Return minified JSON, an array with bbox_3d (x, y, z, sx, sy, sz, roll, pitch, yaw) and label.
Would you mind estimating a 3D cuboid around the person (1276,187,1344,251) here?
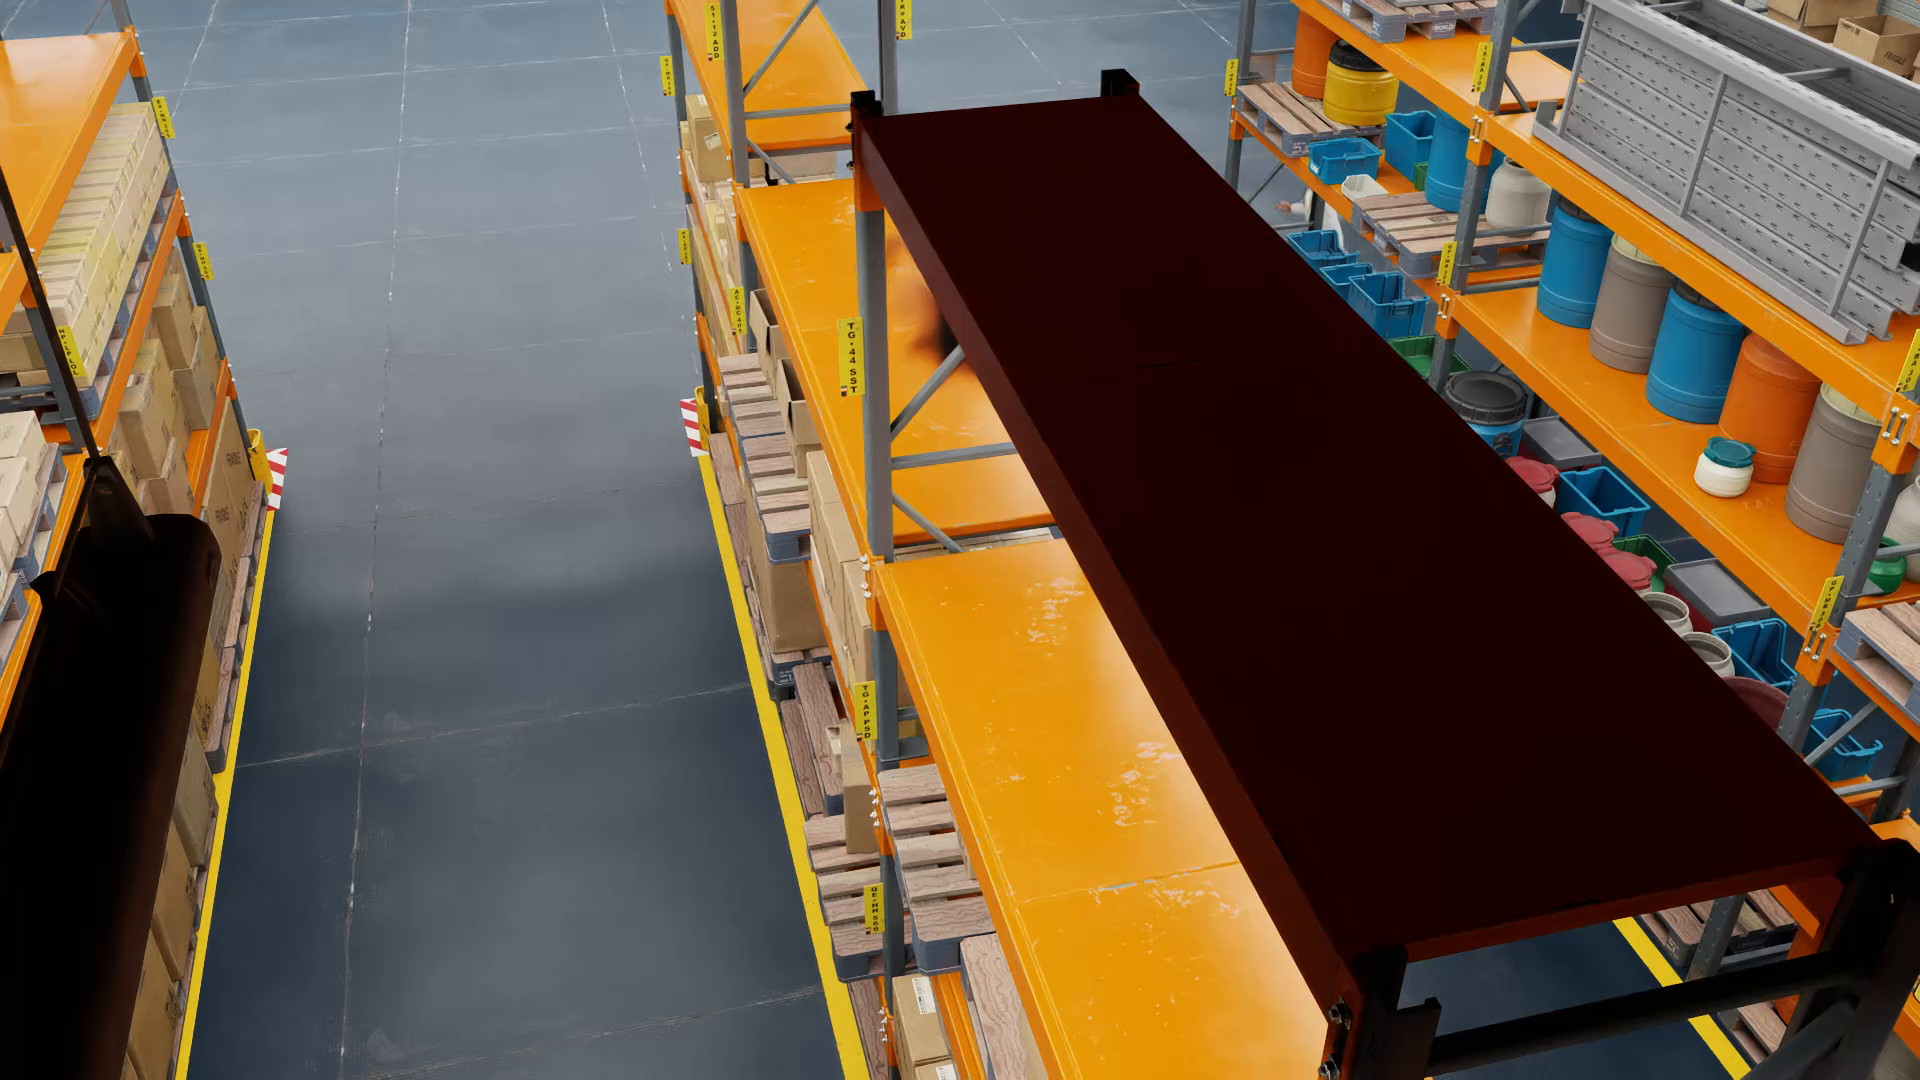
[{"bbox_3d":[3.644,-3.064,17.019,1.077,1.777,0.650,21,40,28],"label":"person"}]
